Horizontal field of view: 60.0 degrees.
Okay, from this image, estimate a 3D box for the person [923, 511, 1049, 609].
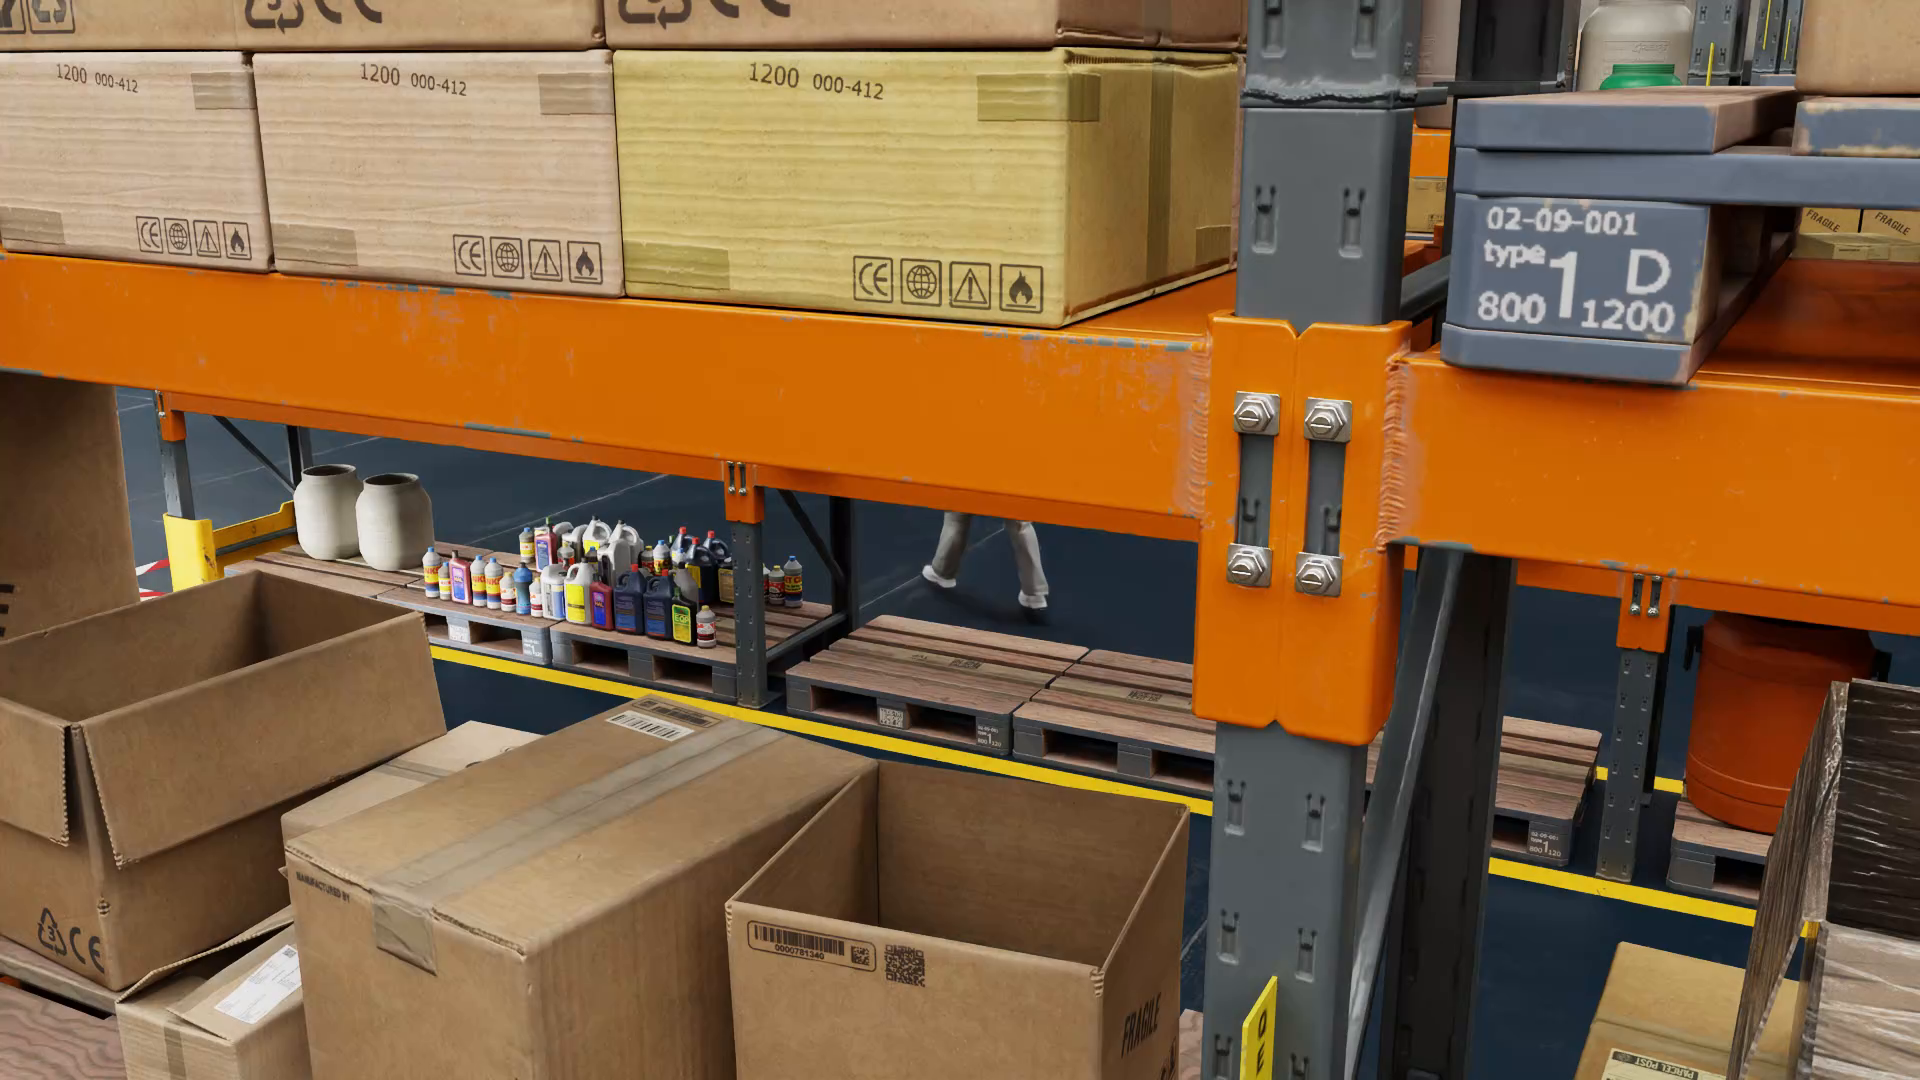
[{"bbox_3d":[0.159,-0.453,9.583,0.439,1.605,1.034,-10,18,-30],"label":"person"}]
